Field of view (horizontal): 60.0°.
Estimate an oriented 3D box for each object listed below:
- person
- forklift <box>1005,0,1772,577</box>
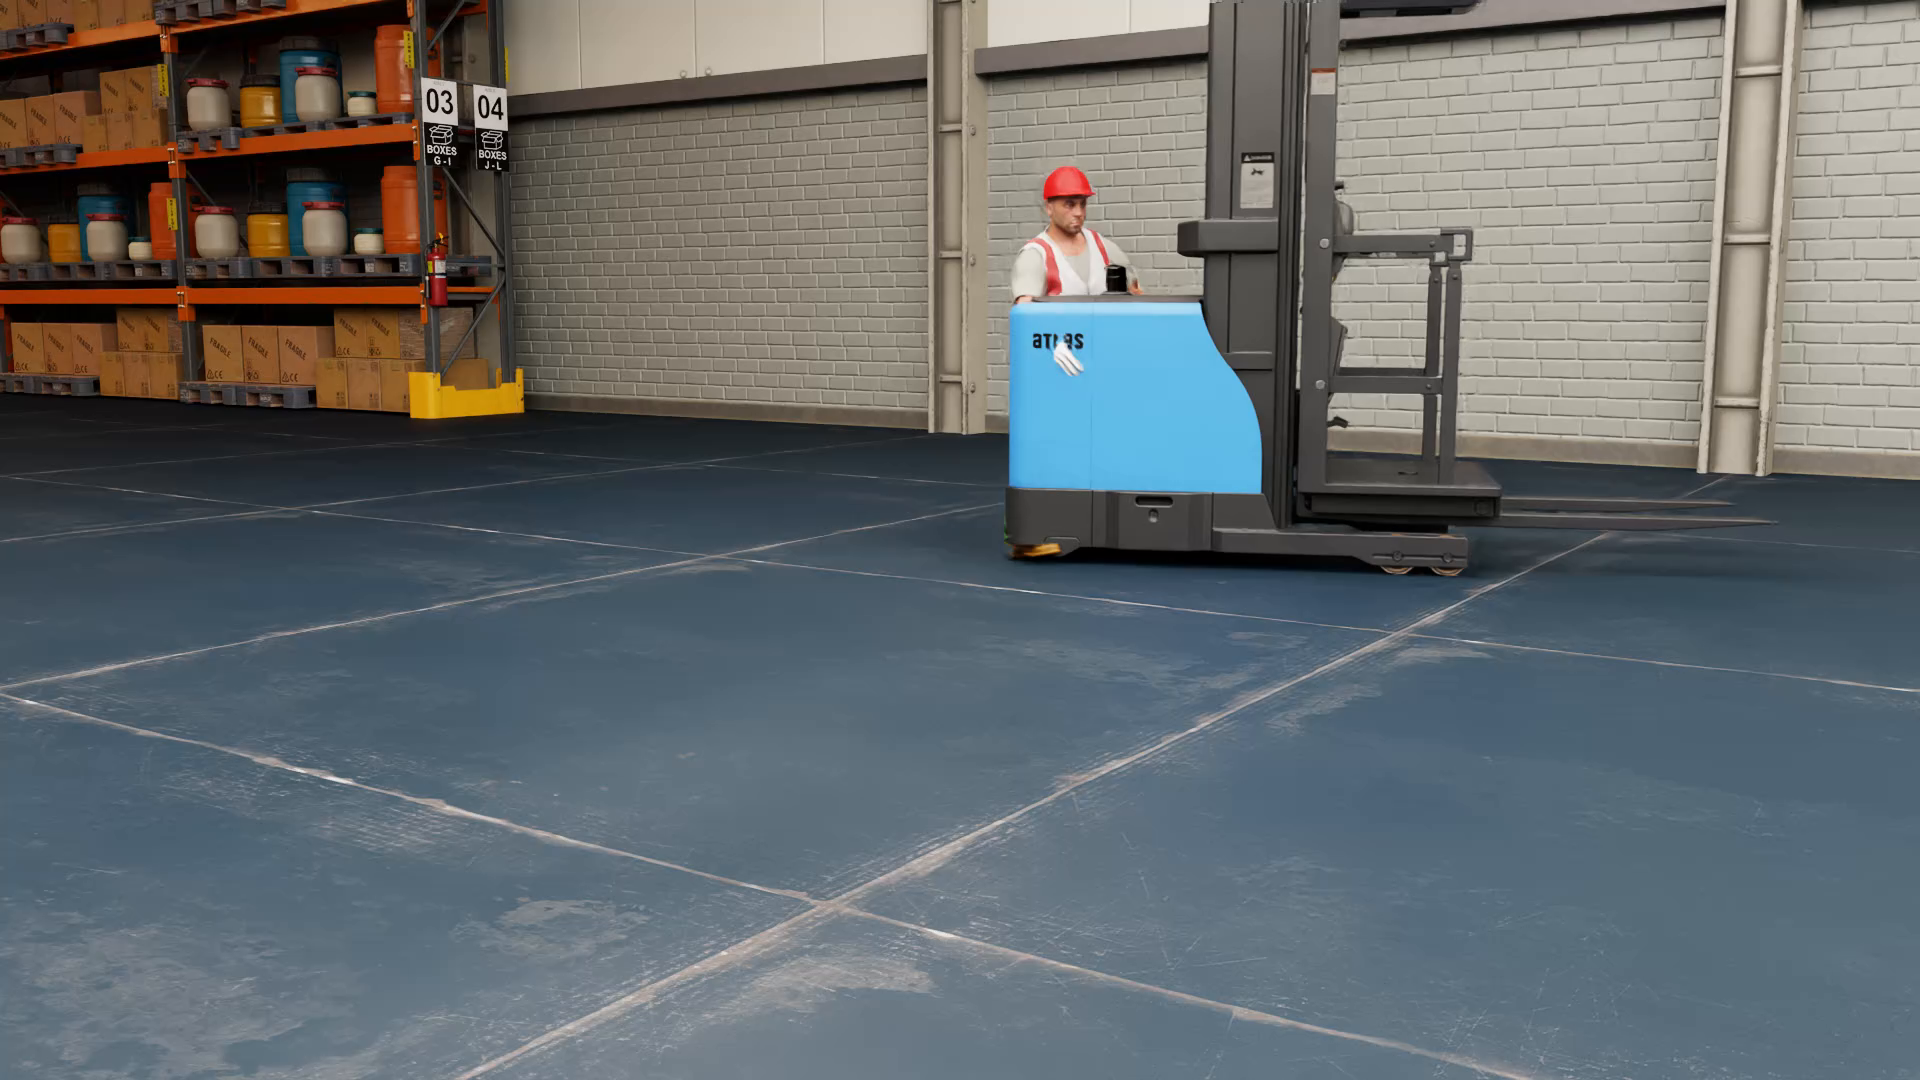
[{"bbox_3d":[0.581,-0.768,7.163,0.824,1.660,0.665,-4,9,-25],"label":"person"},{"bbox_3d":[1.762,-1.388,6.954,3.031,2.935,1.130,2,8,12],"label":"forklift"}]
